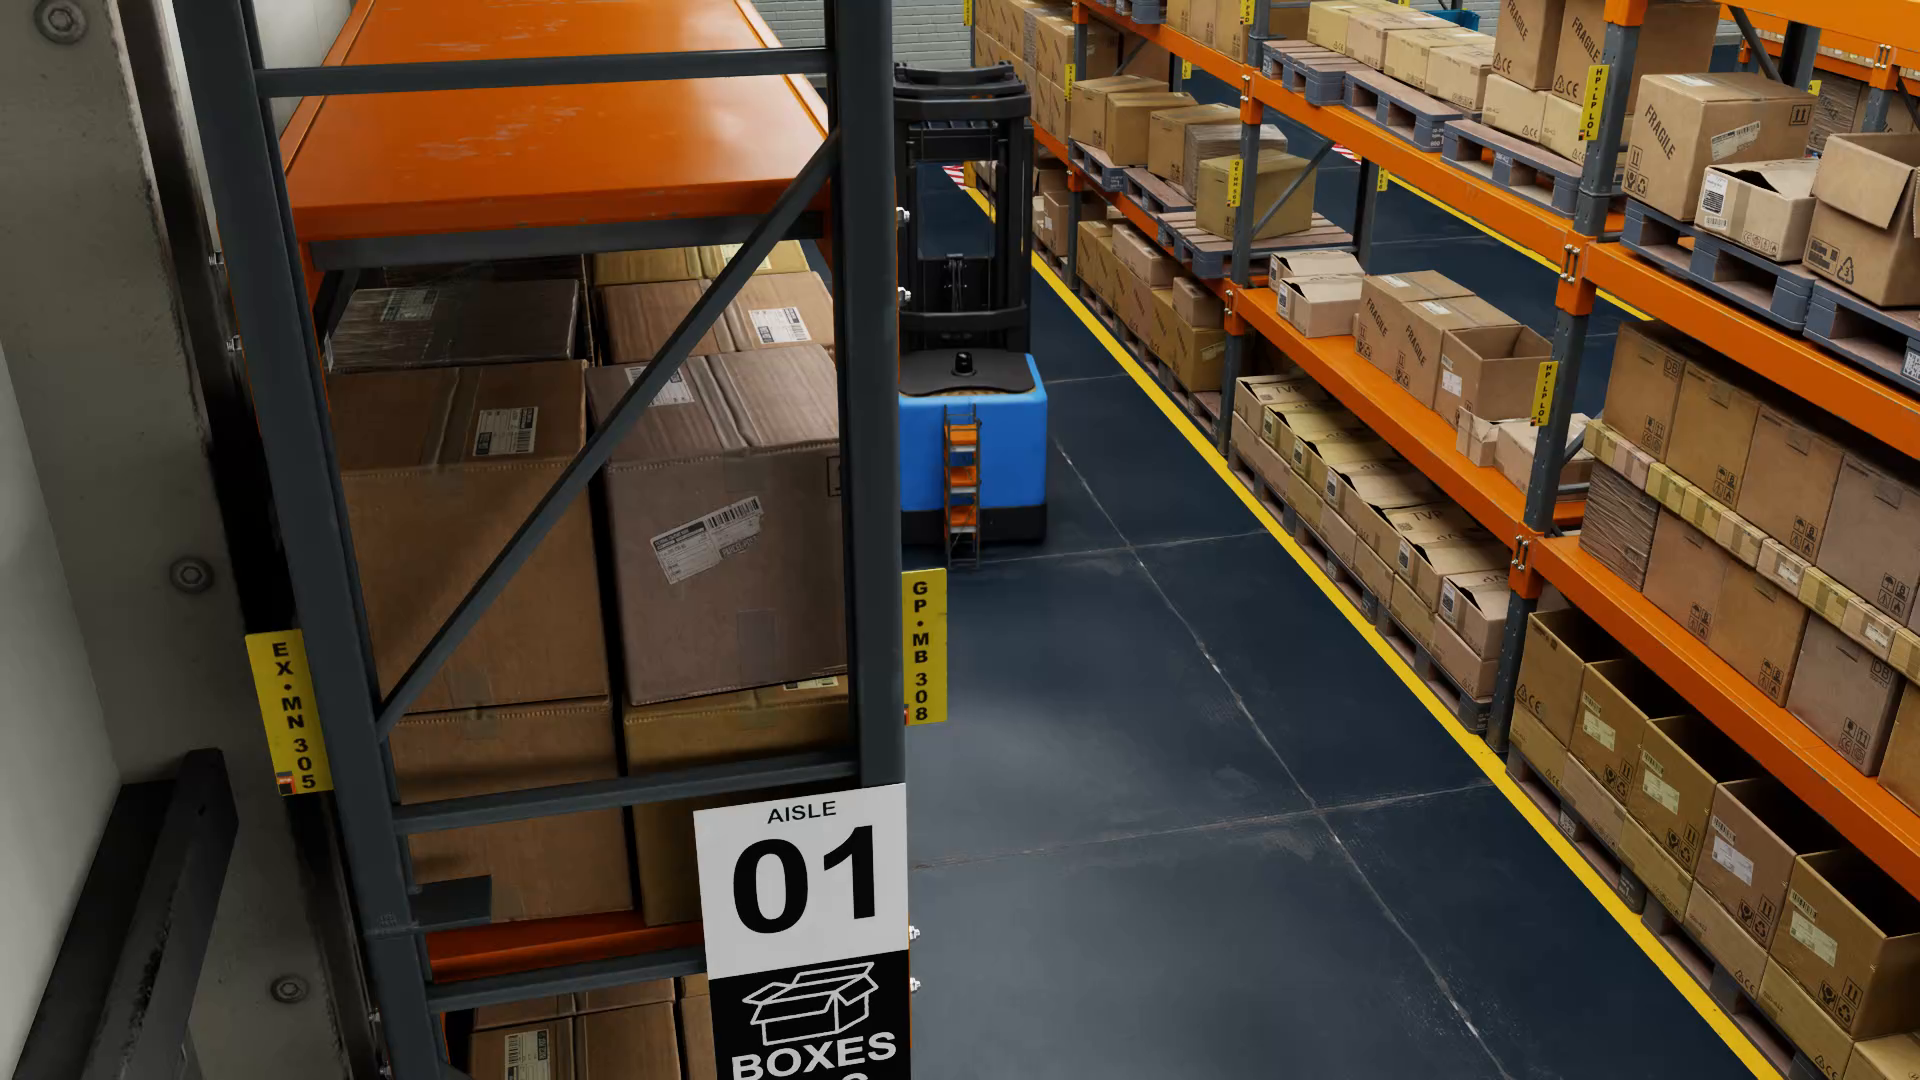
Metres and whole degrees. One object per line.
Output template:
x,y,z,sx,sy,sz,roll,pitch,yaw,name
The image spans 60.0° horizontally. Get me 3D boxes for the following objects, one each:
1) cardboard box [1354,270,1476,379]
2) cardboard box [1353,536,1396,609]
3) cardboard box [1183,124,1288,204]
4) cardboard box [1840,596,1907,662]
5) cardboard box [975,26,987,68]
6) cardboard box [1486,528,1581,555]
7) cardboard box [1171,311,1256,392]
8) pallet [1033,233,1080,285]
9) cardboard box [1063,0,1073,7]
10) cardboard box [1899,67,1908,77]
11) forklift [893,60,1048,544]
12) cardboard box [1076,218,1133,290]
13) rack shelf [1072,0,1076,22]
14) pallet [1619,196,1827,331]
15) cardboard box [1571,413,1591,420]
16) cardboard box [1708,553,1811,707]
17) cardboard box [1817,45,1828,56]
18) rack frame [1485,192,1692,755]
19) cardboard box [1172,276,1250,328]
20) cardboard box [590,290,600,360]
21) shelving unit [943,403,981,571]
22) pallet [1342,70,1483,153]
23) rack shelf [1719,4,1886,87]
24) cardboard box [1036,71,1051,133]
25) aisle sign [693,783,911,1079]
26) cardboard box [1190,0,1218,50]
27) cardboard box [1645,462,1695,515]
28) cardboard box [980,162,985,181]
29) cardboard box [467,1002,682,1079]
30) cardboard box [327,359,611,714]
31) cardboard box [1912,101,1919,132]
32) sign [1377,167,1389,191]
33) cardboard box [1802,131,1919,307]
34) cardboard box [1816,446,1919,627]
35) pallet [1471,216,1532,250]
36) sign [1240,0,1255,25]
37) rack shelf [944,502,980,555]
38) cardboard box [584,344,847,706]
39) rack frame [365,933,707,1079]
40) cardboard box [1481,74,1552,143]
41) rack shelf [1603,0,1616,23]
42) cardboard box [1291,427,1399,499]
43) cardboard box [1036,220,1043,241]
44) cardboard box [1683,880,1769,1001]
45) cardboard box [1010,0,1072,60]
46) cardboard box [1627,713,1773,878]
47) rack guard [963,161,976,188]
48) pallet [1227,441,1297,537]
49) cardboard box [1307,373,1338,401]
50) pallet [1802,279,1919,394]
2.814,-1.340,10.312,0.500,0.500,0.500,-7,28,-14,cardboard box
2.718,0.166,10.024,0.500,0.250,0.500,-5,27,-10,cardboard box
2.149,-2.949,13.033,0.700,0.500,0.500,-1,27,-2,cardboard box
3.600,0.318,6.307,0.380,0.149,0.250,-6,27,-12,cardboard box
0.461,-5.366,18.288,0.500,0.500,0.500,-5,27,-11,cardboard box
3.364,0.088,9.557,0.500,0.311,0.500,-6,27,-12,cardboard box
1.981,-1.498,13.021,0.500,0.500,0.500,-5,27,-10,cardboard box
1.365,-2.843,16.496,1.003,0.211,1.213,-6,27,-12,pallet
1.337,-5.192,16.834,0.500,0.500,0.500,-5,27,-10,cardboard box
10.551,-5.231,18.411,0.380,0.149,0.250,-5,27,-11,cardboard box
-0.078,-1.913,11.633,1.130,2.935,3.031,-2,27,-5,forklift
1.391,-2.630,15.264,0.500,0.500,0.500,-7,28,-14,cardboard box
1.068,-5.683,16.496,1.077,0.370,4.000,-6,27,-12,rack shelf
3.539,-1.203,6.919,1.003,0.211,1.213,-6,27,-12,pallet
3.321,-0.572,9.180,0.380,0.149,0.250,-6,27,-12,cardboard box
3.662,0.326,7.010,0.700,0.500,0.500,-6,27,-11,cardboard box
10.262,-5.795,19.527,0.380,0.149,0.250,-6,27,-13,cardboard box
3.322,-0.275,8.312,1.000,3.000,0.127,-6,27,-12,rack frame
1.964,-1.857,12.901,0.500,0.250,0.500,-5,27,-10,cardboard box
-0.886,-0.503,5.303,0.500,0.500,0.500,-7,28,-14,cardboard box
0.011,-0.331,10.587,0.215,1.050,0.252,-2,27,-5,shelving unit
2.915,-2.506,9.613,1.003,0.211,1.213,-5,27,-9,pallet
6.796,-4.428,14.010,1.077,0.370,4.000,-6,27,-12,rack shelf
1.039,-4.251,16.079,0.500,0.500,0.500,-5,27,-10,cardboard box
-0.294,0.826,3.245,0.394,0.787,0.004,-6,27,-12,aisle sign
2.174,-3.827,11.909,0.910,0.500,0.500,-6,27,-12,cardboard box
3.310,-0.248,7.428,0.380,0.149,0.250,-7,28,-13,cardboard box
0.433,-4.146,18.638,0.380,0.166,0.250,-6,27,-12,cardboard box
-0.916,1.524,4.061,0.500,0.500,0.500,-6,27,-12,cardboard box
-0.954,-0.016,3.227,0.500,0.500,0.500,-5,27,-9,cardboard box
11.100,-4.328,18.234,0.875,0.875,0.875,-6,27,-12,cardboard box
2.960,-2.606,11.645,0.100,0.325,0.005,-6,27,-12,sign
3.570,-1.174,6.029,0.797,0.503,0.637,-3,27,-6,cardboard box
3.767,-0.043,6.303,0.700,0.500,0.500,-6,27,-12,cardboard box
6.142,-3.362,17.523,1.003,0.211,1.213,-6,27,-12,pallet
1.891,-3.547,10.891,0.100,0.325,0.005,-6,27,-12,sign
0.011,-0.073,10.717,0.215,0.259,0.240,-2,27,-5,rack shelf
-0.452,-0.047,3.289,0.500,0.500,0.500,-8,28,-15,cardboard box
-0.602,1.986,3.833,1.000,3.000,0.127,-6,27,-12,rack frame
3.066,-2.247,8.590,0.500,0.250,0.500,-9,28,-17,cardboard box
2.871,-3.331,8.952,1.077,0.370,4.000,-6,27,-12,rack shelf
2.492,-0.528,10.776,0.500,0.311,0.500,-7,28,-13,cardboard box
0.971,-3.090,16.566,0.380,0.149,0.250,-6,27,-12,cardboard box
3.465,1.659,7.067,0.500,0.250,0.500,-6,27,-12,cardboard box
0.809,-5.140,16.731,0.500,0.500,0.500,-6,27,-12,cardboard box
3.347,1.105,7.332,0.500,0.500,0.500,-6,27,-12,cardboard box
0.635,-4.394,19.246,1.175,0.500,0.348,-6,27,-12,rack guard
2.568,-0.421,11.696,1.003,0.211,1.213,-6,27,-12,pallet
2.778,-1.036,11.784,0.500,0.311,0.500,-5,27,-10,cardboard box
3.811,-0.668,5.860,1.003,0.211,1.213,-6,27,-12,pallet
